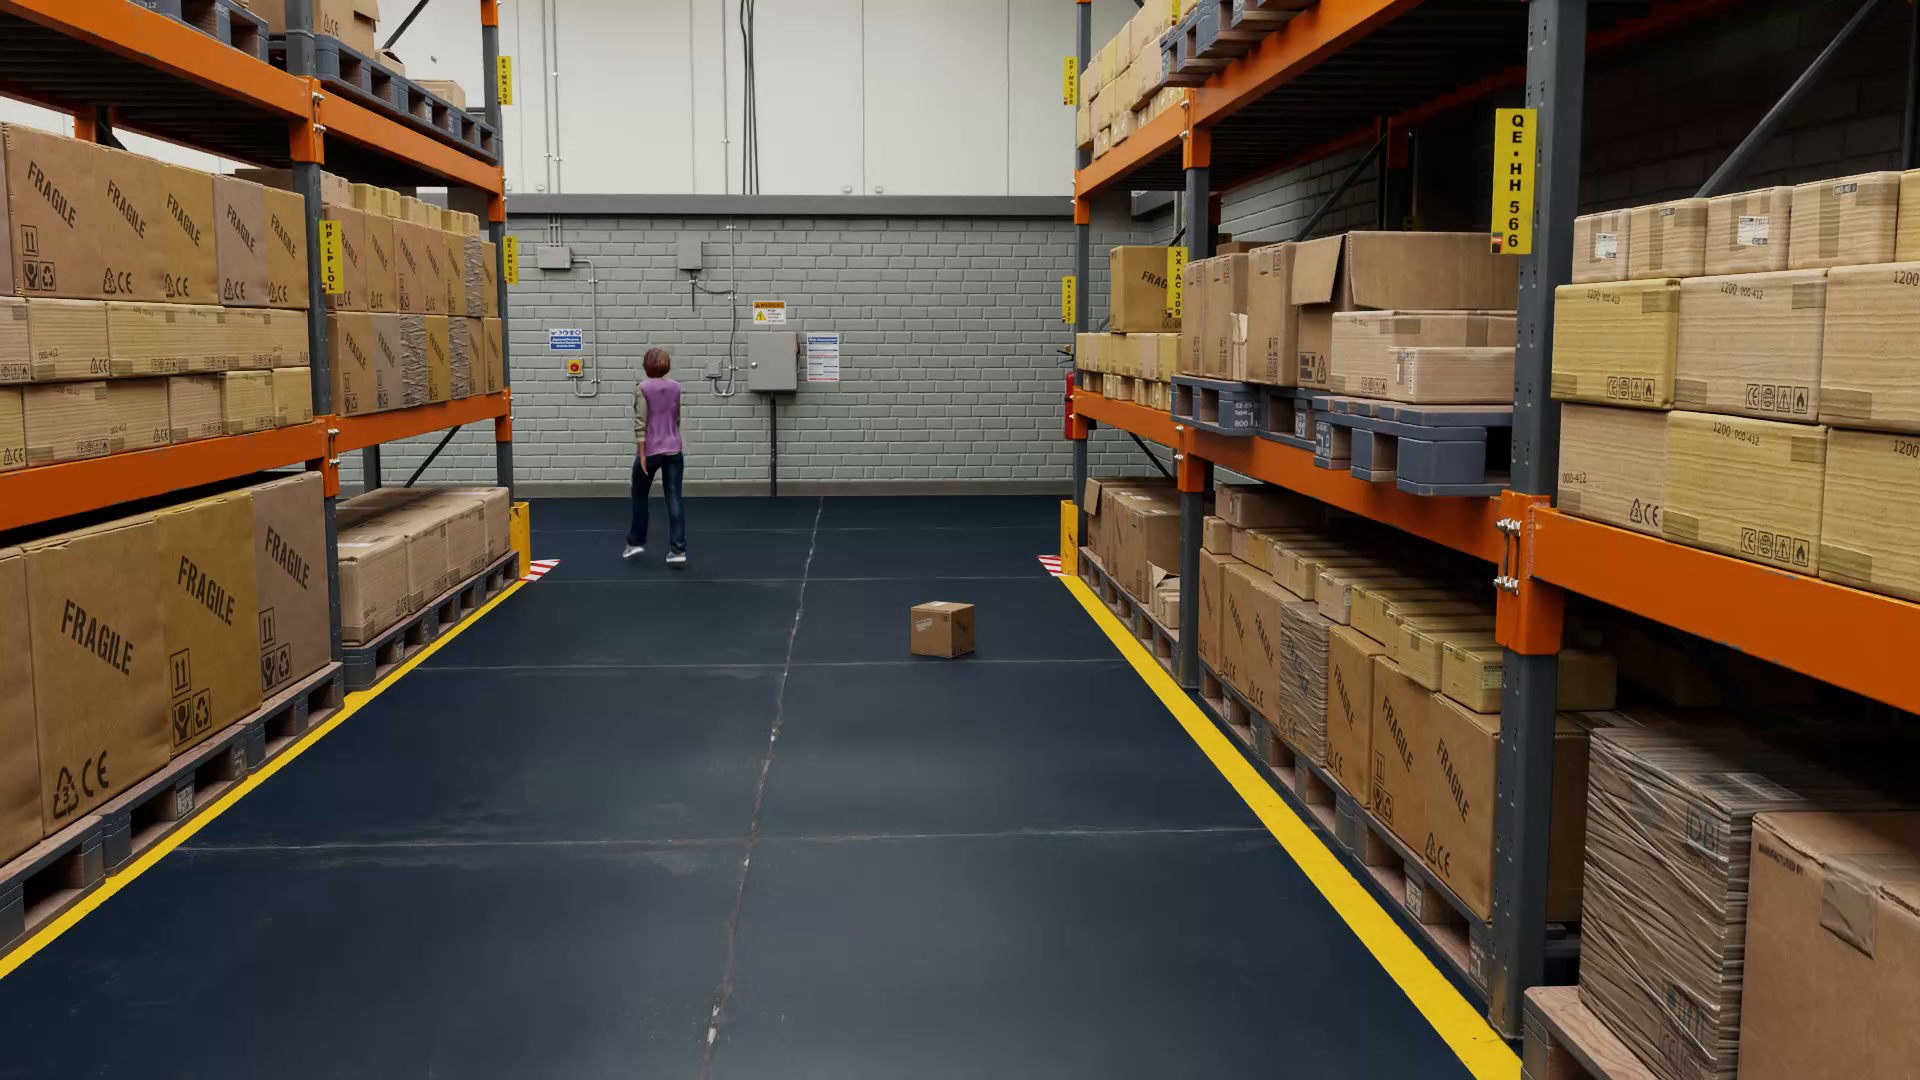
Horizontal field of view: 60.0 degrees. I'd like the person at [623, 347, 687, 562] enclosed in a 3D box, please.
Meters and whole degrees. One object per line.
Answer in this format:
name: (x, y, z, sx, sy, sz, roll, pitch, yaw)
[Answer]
person: (-2.250, -0.624, 12.244, 0.414, 1.581, 0.829, -4, 8, -31)
